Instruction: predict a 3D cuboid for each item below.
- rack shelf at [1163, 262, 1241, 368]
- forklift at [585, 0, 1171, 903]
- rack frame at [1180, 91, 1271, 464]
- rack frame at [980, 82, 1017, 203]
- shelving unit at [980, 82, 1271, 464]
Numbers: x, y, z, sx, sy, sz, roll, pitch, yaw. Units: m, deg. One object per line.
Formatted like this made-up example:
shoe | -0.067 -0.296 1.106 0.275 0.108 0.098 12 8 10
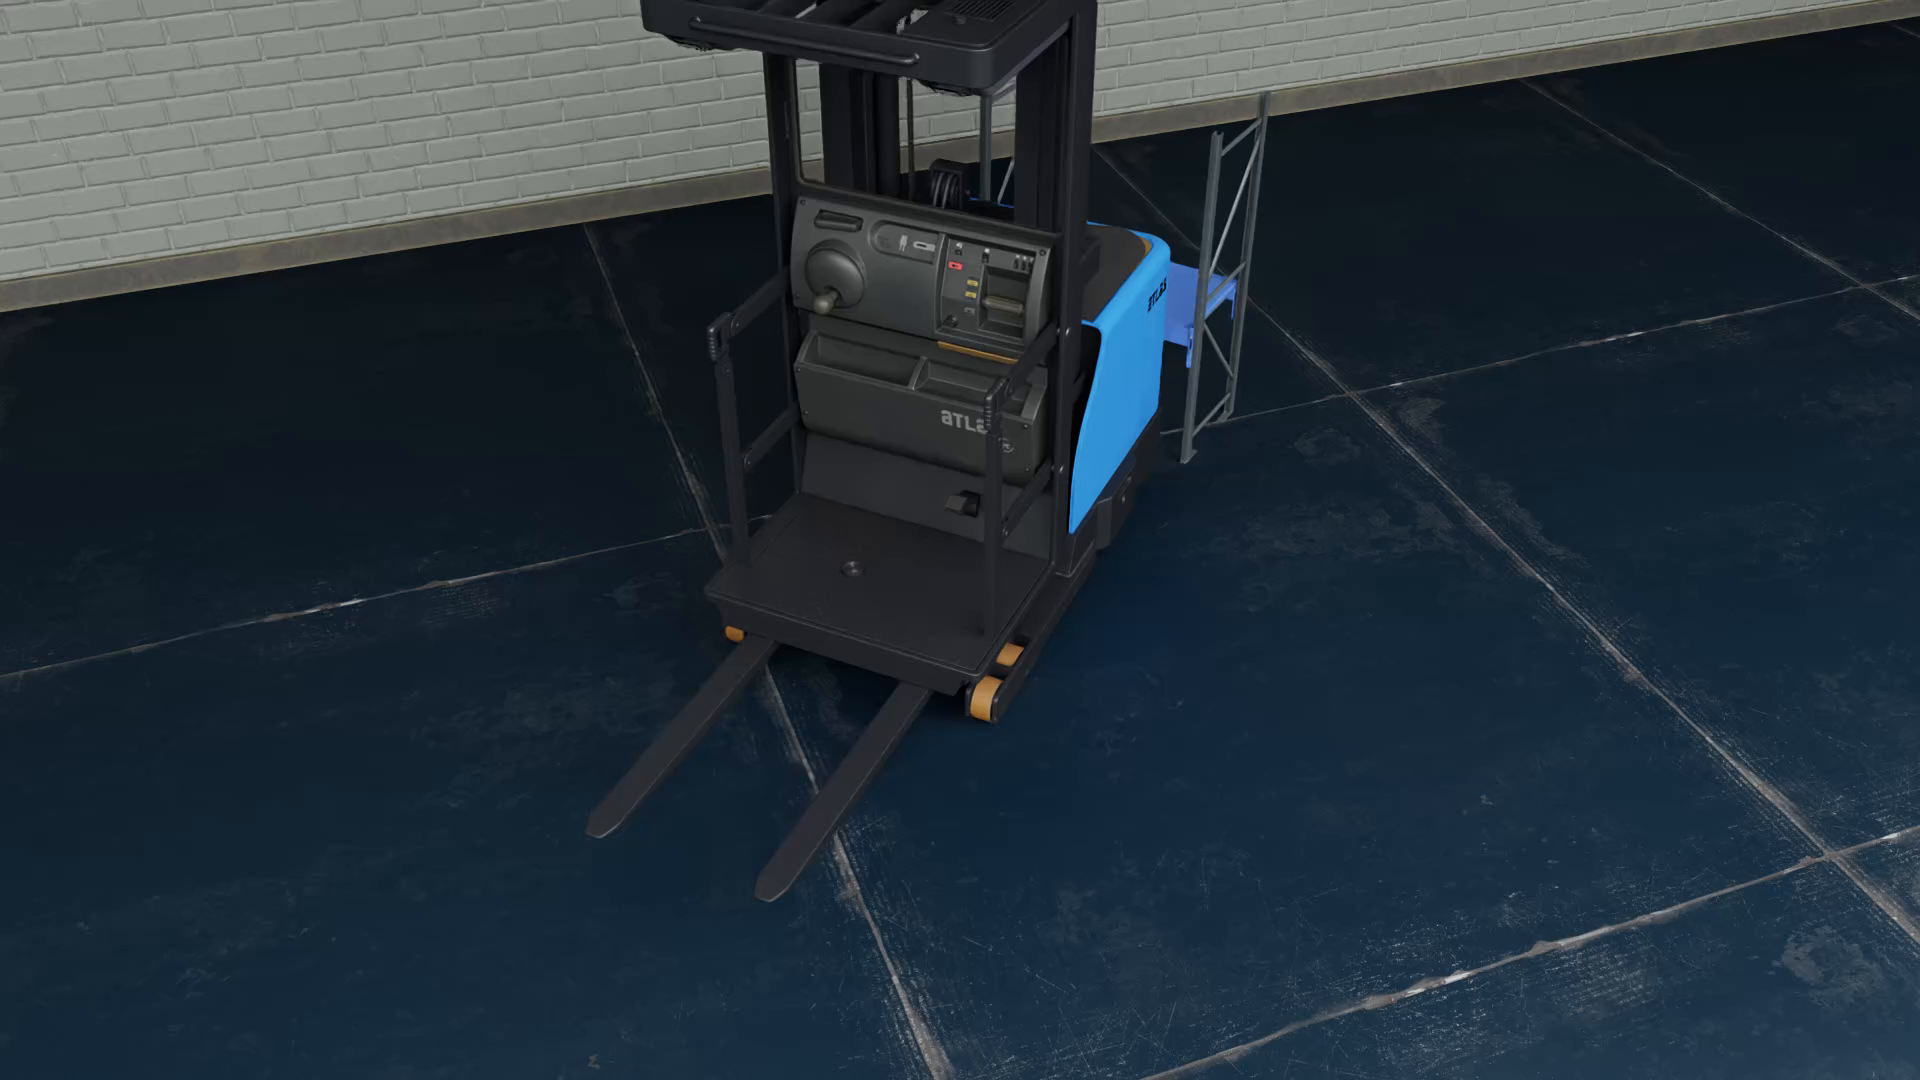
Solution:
rack shelf | 0.661 -1.076 7.231 1.000 0.185 0.538 20 41 25
forklift | -0.231 -0.825 5.409 1.130 2.935 3.031 16 40 20
rack frame | 1.095 -1.060 6.911 0.032 1.500 0.500 20 41 25
rack frame | 0.227 -1.379 7.334 0.032 1.500 0.500 20 41 25
shelving unit | 0.661 -1.220 7.123 1.048 1.500 0.538 20 41 25
